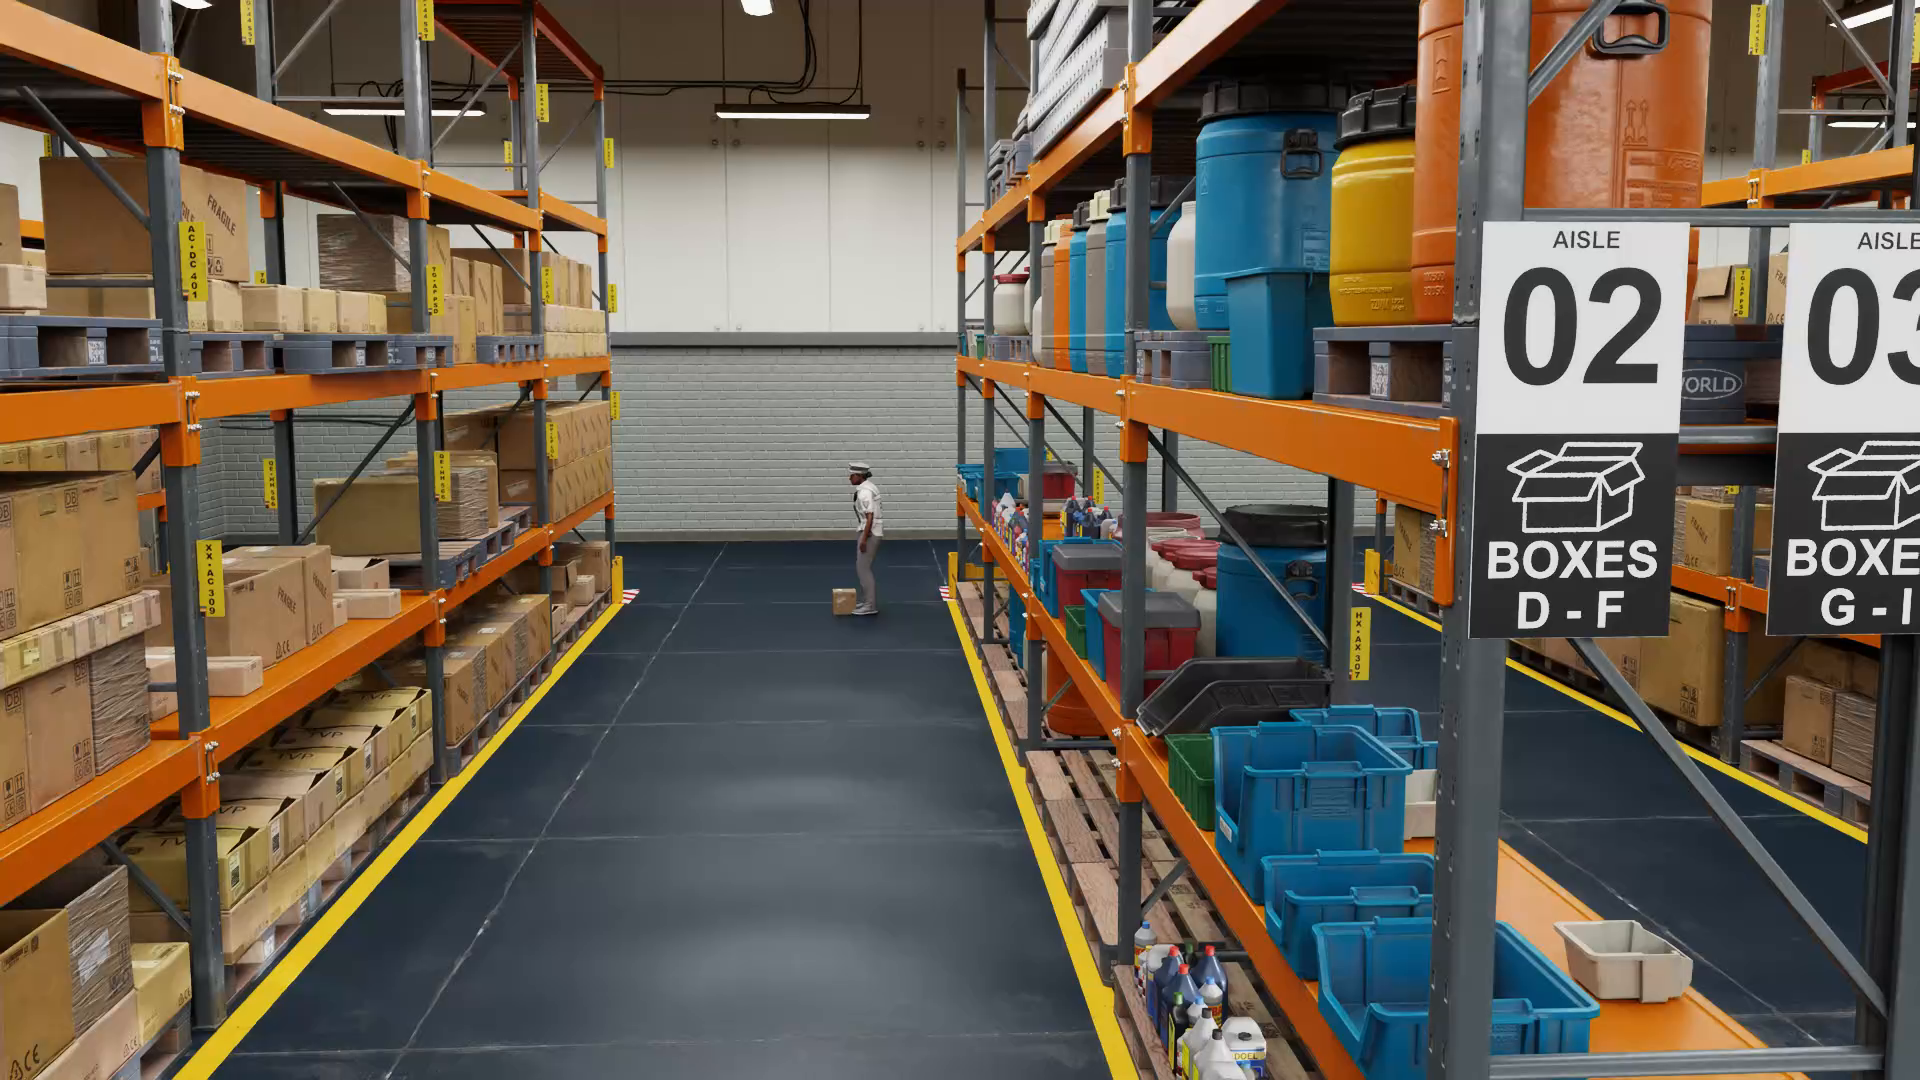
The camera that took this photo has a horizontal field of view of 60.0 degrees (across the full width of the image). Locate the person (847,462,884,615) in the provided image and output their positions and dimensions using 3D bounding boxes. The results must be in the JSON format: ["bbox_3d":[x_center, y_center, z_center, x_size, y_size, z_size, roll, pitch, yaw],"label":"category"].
[{"bbox_3d":[-1.033,-0.023,18.205,0.397,1.656,0.503,0,7,-4],"label":"person"}]
